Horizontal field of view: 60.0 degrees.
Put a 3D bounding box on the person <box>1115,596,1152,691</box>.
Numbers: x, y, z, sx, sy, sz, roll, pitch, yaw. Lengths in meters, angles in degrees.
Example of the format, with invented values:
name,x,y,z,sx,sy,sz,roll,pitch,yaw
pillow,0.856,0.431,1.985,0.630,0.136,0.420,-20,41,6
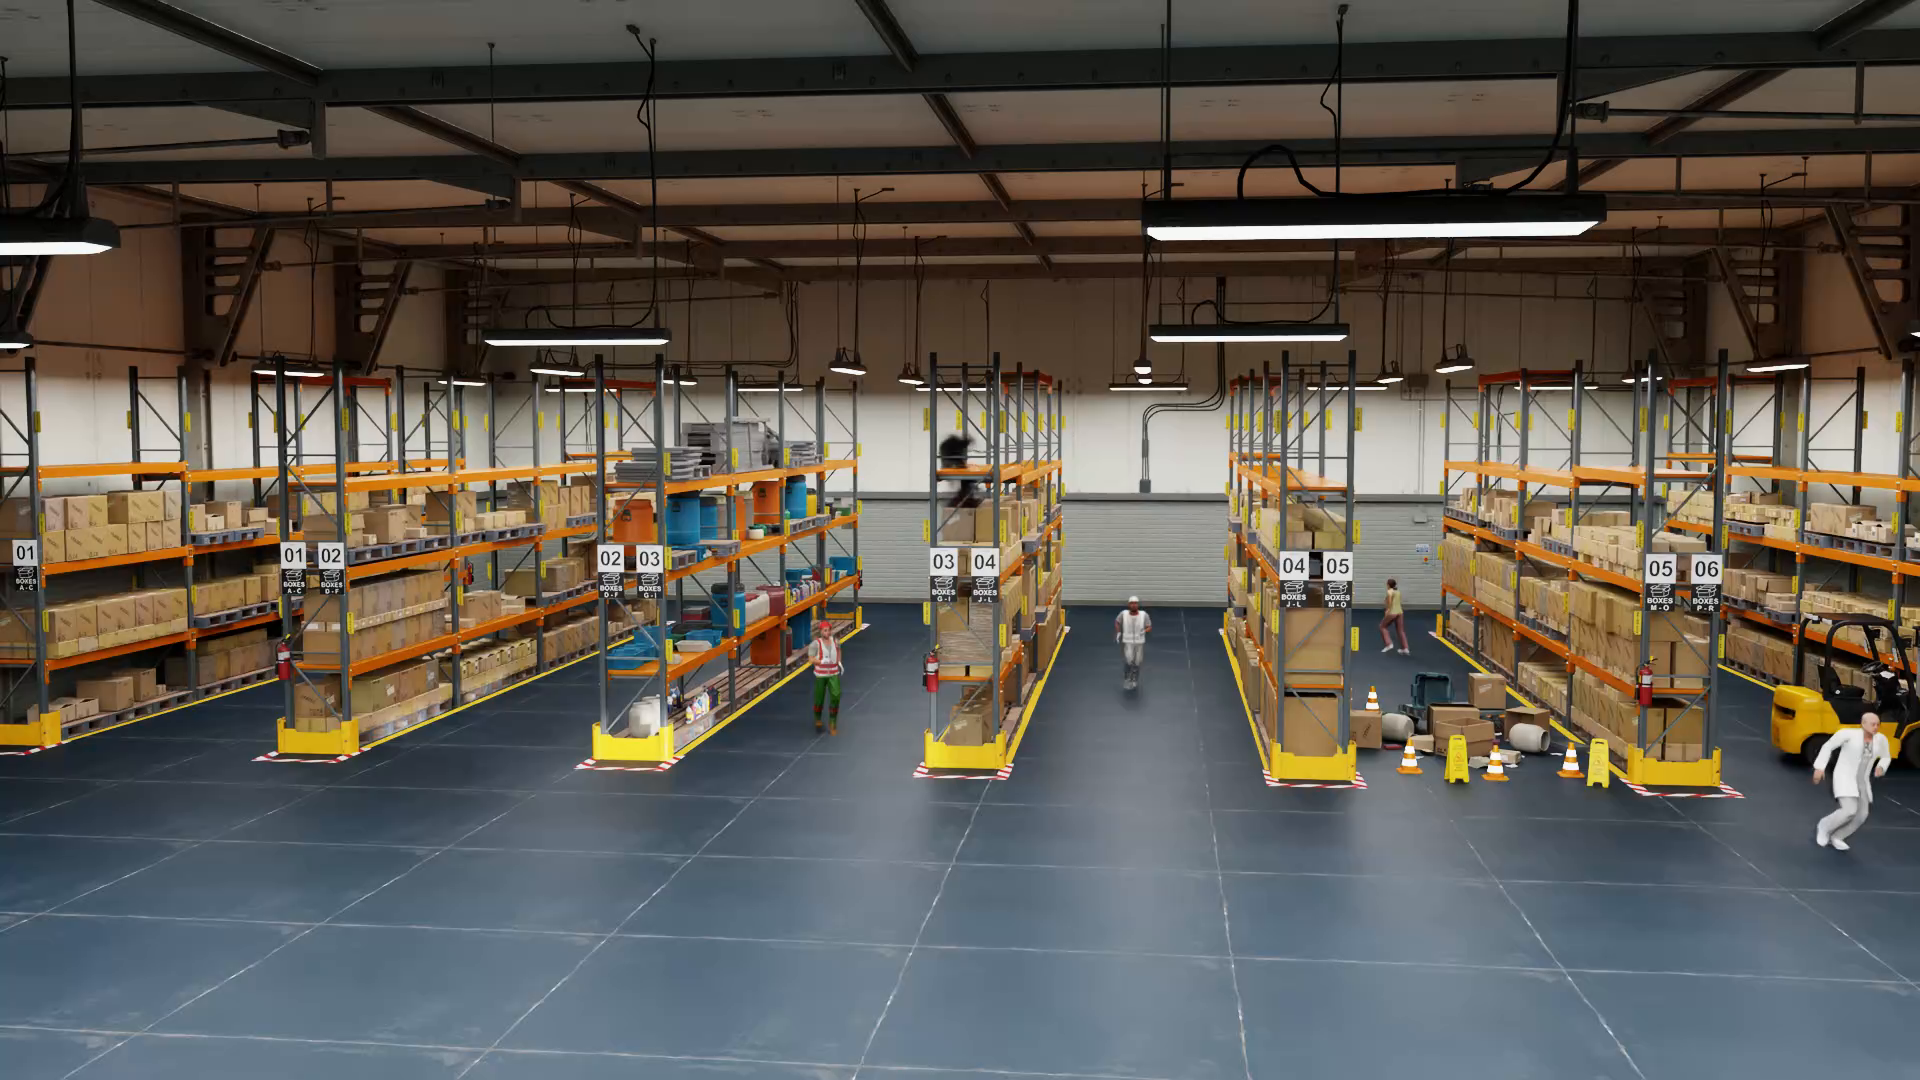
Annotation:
name,x,y,z,sx,sy,sz,roll,pitch,yaw
person,3.236,1.926,30.915,0.662,1.765,0.686,0,4,-1

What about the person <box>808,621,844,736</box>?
name,x,y,z,sx,sy,sz,roll,pitch,yaw
person,-2.148,2.215,26.747,0.638,1.842,0.864,-1,4,-19

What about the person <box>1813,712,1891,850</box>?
name,x,y,z,sx,sy,sz,roll,pitch,yaw
person,10.448,2.808,19.411,0.735,1.649,0.718,-1,4,-11

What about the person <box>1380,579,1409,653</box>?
name,x,y,z,sx,sy,sz,roll,pitch,yaw
person,9.411,1.656,36.034,0.569,1.604,0.910,-2,4,-22
